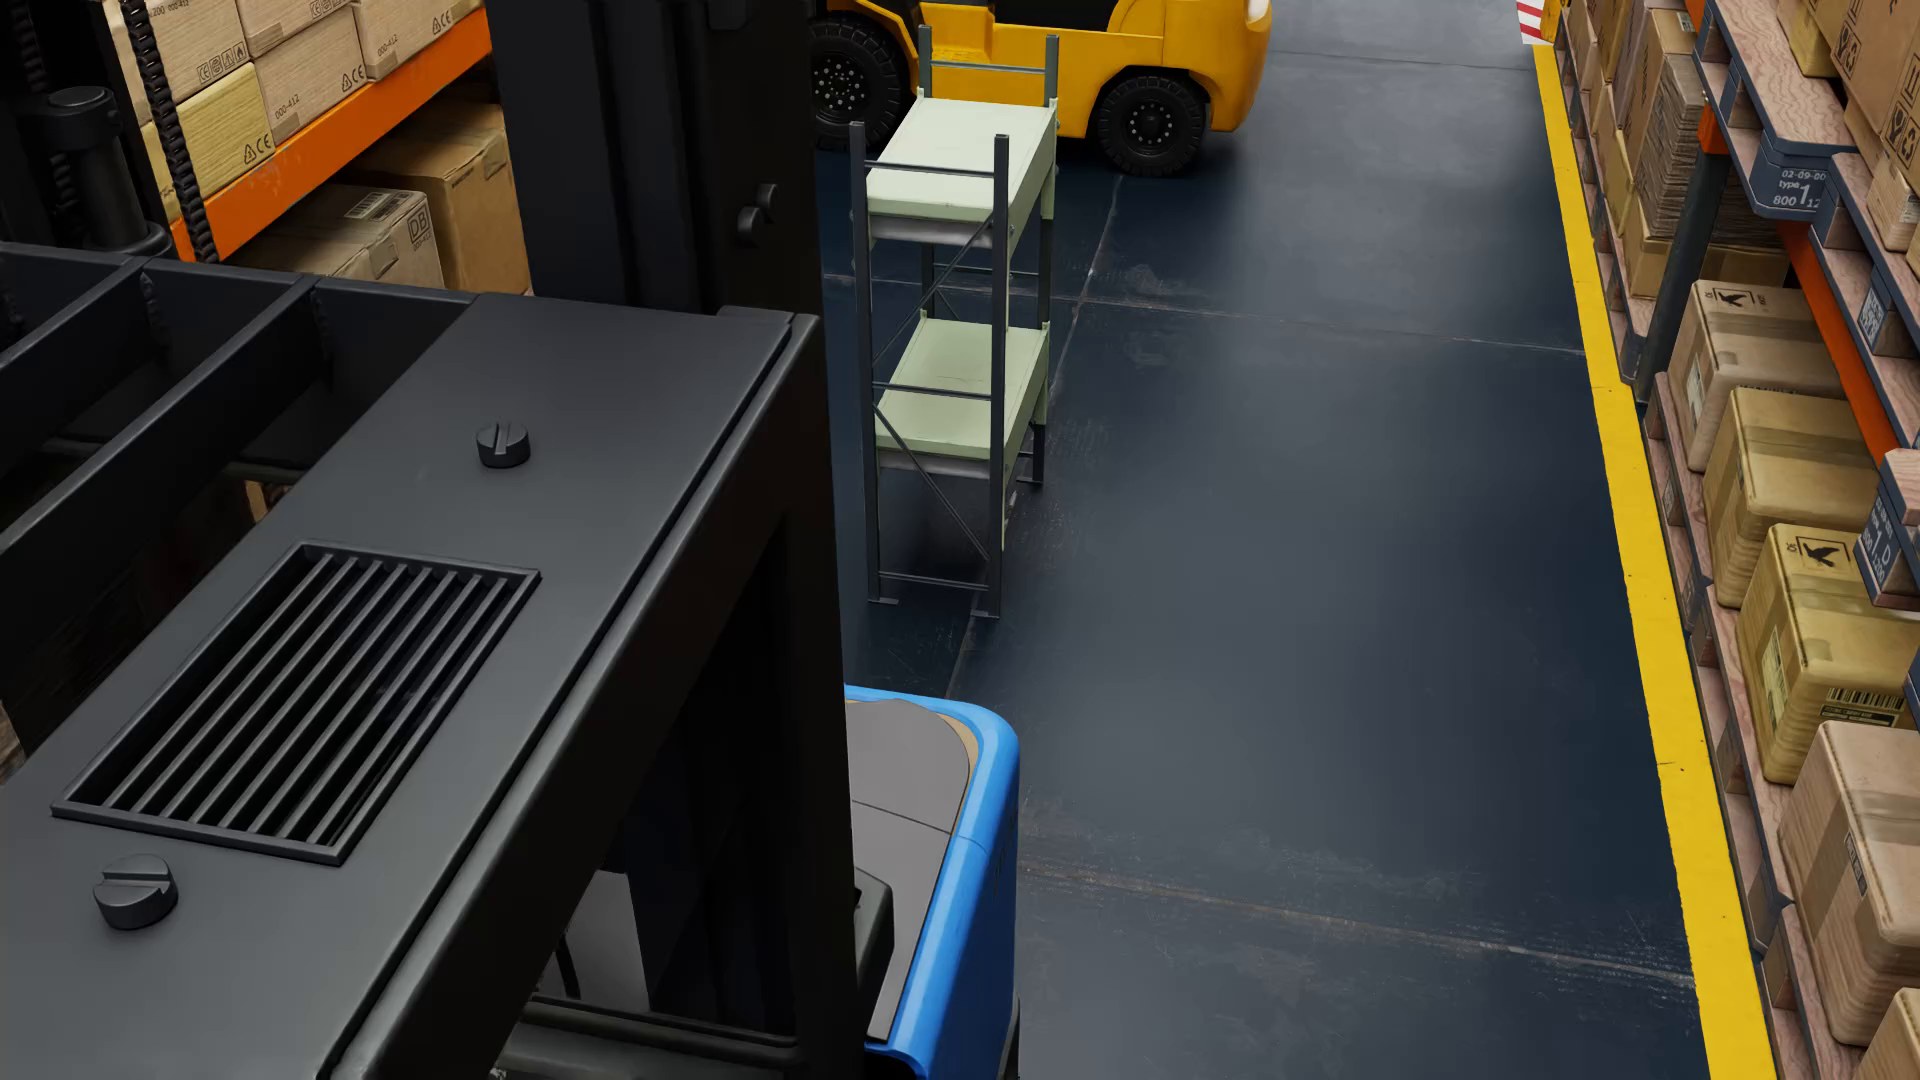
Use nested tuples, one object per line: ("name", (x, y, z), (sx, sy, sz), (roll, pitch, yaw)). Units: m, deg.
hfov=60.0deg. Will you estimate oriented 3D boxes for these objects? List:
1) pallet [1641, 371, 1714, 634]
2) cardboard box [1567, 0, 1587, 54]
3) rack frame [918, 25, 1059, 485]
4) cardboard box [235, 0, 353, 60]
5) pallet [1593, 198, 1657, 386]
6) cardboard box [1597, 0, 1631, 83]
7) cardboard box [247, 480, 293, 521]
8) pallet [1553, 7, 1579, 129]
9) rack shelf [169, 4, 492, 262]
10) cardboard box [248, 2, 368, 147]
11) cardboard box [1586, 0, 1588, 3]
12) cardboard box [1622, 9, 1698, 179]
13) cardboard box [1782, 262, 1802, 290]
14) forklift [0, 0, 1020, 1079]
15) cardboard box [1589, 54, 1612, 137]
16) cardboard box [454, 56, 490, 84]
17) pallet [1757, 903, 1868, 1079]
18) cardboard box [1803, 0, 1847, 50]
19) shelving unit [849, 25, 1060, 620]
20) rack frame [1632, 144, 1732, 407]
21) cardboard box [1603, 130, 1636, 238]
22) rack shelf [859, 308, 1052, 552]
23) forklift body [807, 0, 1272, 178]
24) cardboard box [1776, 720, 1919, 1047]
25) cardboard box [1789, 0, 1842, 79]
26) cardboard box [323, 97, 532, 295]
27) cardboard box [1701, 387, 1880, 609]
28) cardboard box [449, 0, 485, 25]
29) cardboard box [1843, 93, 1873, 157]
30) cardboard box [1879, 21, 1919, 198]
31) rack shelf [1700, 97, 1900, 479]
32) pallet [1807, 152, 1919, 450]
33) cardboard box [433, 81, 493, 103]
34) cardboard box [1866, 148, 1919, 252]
("pallet", (2.740, -0.091, 5.195), (1.003, 0.211, 1.213), (7, 37, 10))
("cardboard box", (3.316, -2.588, 8.251), (0.500, 0.250, 0.500), (7, 37, 10))
("rack frame", (0.080, -0.821, 5.105), (0.400, 1.500, 0.023), (7, 37, 10))
("cardboard box", (-2.018, -1.526, 4.502), (0.500, 0.250, 0.500), (8, 37, 11))
("pallet", (3.013, -0.927, 6.349), (1.003, 0.211, 1.213), (7, 37, 10))
("cardboard box", (3.089, -2.292, 7.202), (0.500, 0.500, 0.500), (8, 37, 11))
("cardboard box", (-2.378, -0.319, 4.800), (0.875, 0.625, 0.625), (6, 36, 8))
("pallet", (3.535, -2.326, 8.279), (1.003, 0.211, 1.213), (7, 37, 10))
("rack shelf", (-2.373, -0.848, 4.478), (1.077, 0.370, 4.000), (7, 37, 10))
("cardboard box", (-2.036, -1.334, 4.663), (0.500, 0.250, 0.500), (8, 37, 10))
("cardboard box", (3.312, -2.878, 8.012), (0.500, 0.500, 0.500), (6, 36, 8))
("cardboard box", (2.876, -1.691, 6.374), (0.500, 0.500, 0.500), (8, 37, 11))
("cardboard box", (3.294, -1.027, 6.097), (0.500, 0.250, 0.500), (6, 36, 8))
("forklift", (-0.698, 0.769, 1.691), (1.130, 2.935, 3.031), (7, 37, 10))
("cardboard box", (3.096, -1.982, 7.414), (0.500, 0.250, 0.500), (10, 37, 13))
("cardboard box", (-2.029, -2.054, 6.662), (0.500, 0.250, 0.500), (8, 37, 11))
("pallet", (2.218, 1.308, 3.265), (1.003, 0.211, 1.213), (7, 37, 10))
("cardboard box", (2.418, -1.477, 4.036), (0.500, 0.500, 0.500), (7, 37, 10))
("shelving unit", (0.001, -0.611, 4.815), (0.431, 1.500, 0.755), (7, 37, 10))
("rack frame", (2.904, -1.666, 4.993), (1.000, 3.000, 0.127), (7, 37, 10))
("cardboard box", (2.872, -1.402, 6.614), (0.500, 0.250, 0.500), (6, 36, 9))
("rack shelf", (0.001, -0.347, 5.006), (0.431, 0.370, 0.720), (7, 37, 10))
("forklift body", (0.286, -2.920, 7.446), (2.313, 2.155, 1.214), (7, 37, 10))
("cardboard box", (2.330, 0.774, 3.507), (0.950, 0.372, 0.625), (7, 36, 9))
("cardboard box", (2.416, -1.315, 4.365), (0.380, 0.149, 0.250), (8, 37, 11))
("cardboard box", (-2.046, -1.194, 6.008), (0.875, 0.625, 0.625), (9, 37, 12))
("cardboard box", (2.645, -0.059, 4.656), (0.950, 0.372, 0.625), (10, 37, 13))
("cardboard box", (-1.798, -1.904, 5.449), (0.500, 0.250, 0.500), (8, 37, 11))
("cardboard box", (2.334, -1.001, 3.931), (0.380, 0.149, 0.250), (8, 37, 11))
("cardboard box", (2.200, -0.900, 3.239), (0.500, 0.500, 0.500), (6, 36, 8))
("rack shelf", (2.477, -0.228, 3.622), (1.077, 0.370, 4.000), (7, 37, 10))
("pallet", (2.433, -0.435, 3.458), (1.003, 0.211, 1.213), (7, 37, 10))
("cardboard box", (-2.042, -1.850, 6.806), (0.500, 0.250, 0.500), (7, 36, 9))
("cardboard box", (2.172, -0.714, 3.535), (0.380, 0.149, 0.250), (9, 37, 12))
